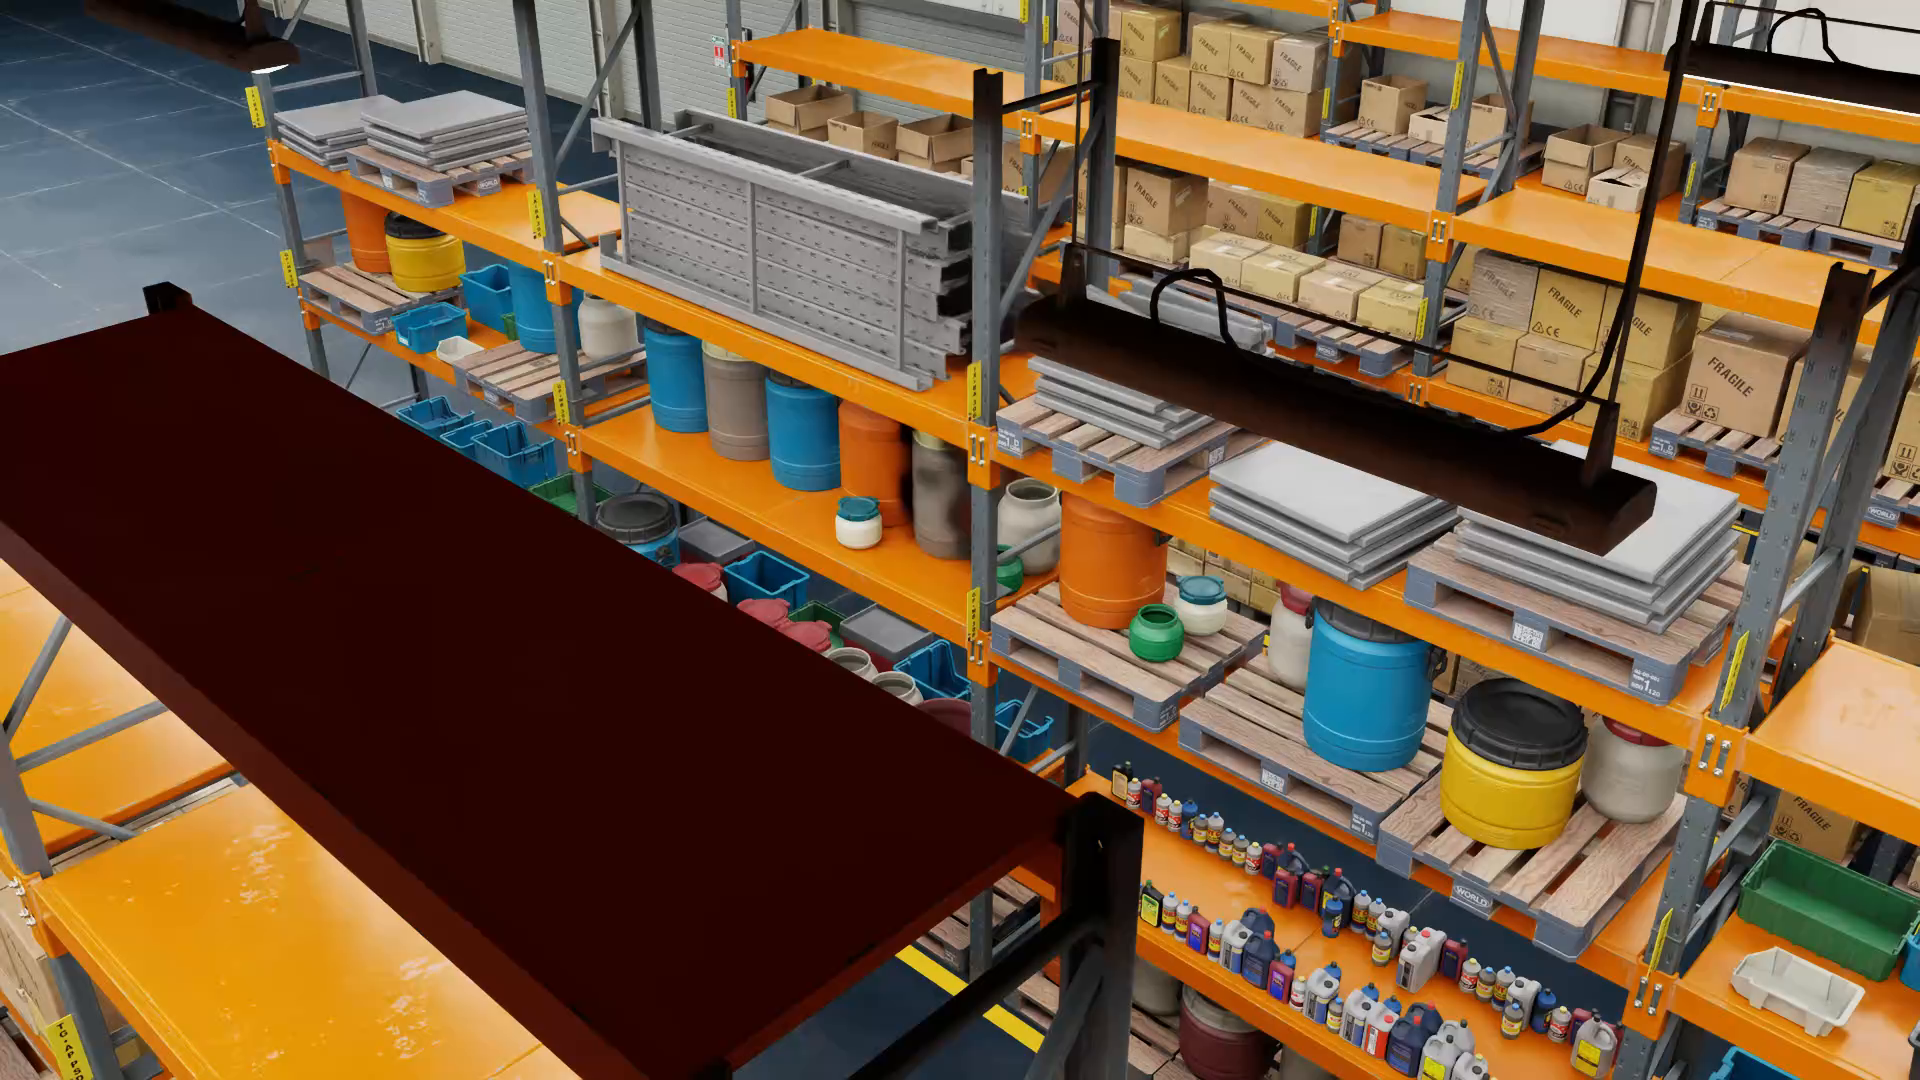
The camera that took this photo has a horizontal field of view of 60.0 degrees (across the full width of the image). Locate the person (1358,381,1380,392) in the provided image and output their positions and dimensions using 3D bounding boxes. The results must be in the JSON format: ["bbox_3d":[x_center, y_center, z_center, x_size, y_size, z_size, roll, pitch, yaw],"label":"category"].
[{"bbox_3d":[4.055,-0.656,15.787,0.885,1.582,0.712,13,32,22],"label":"person"}]
